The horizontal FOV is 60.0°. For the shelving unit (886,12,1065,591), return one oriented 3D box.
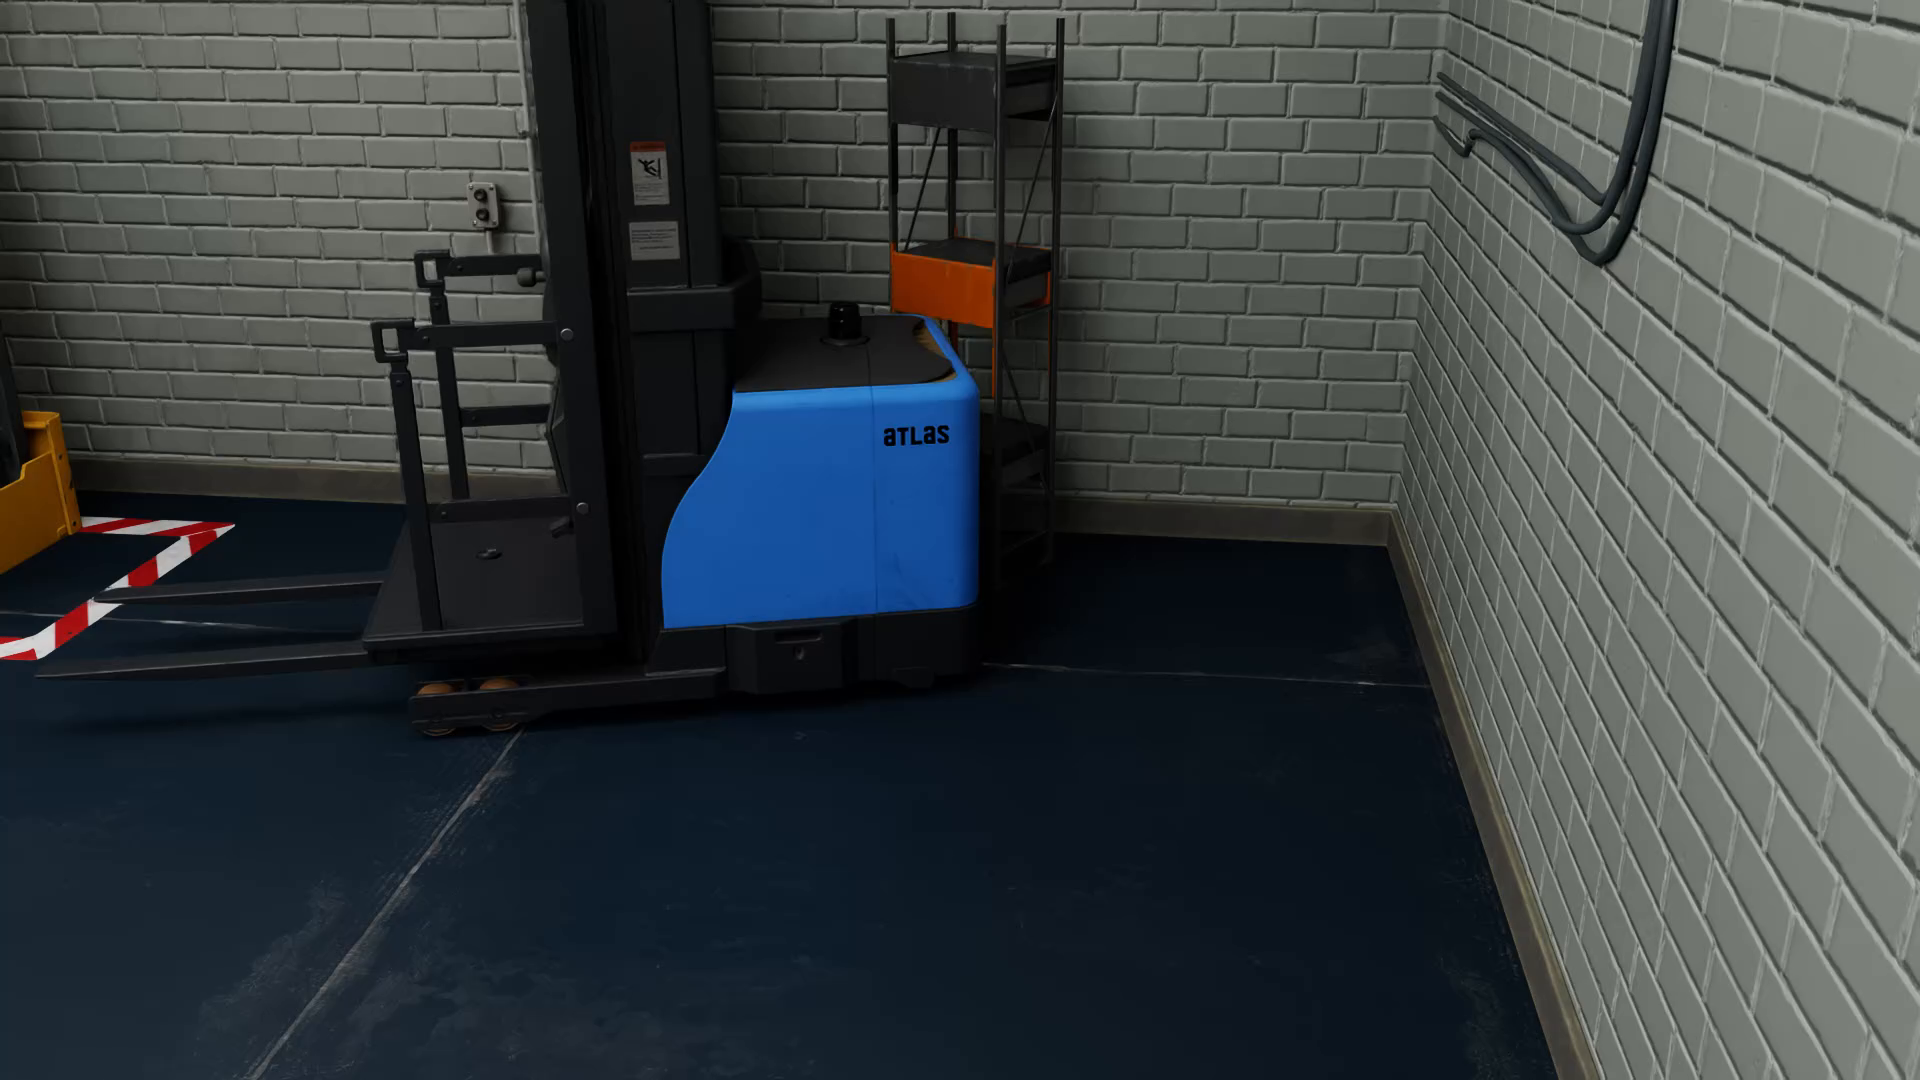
[{"bbox_3d":[0.055,-0.892,6.339,0.503,2.100,0.431,15,26,34],"label":"shelving unit"}]

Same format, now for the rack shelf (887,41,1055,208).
[{"bbox_3d":[0.055,-1.530,6.087,0.480,0.518,0.431,15,26,34],"label":"rack shelf"}]

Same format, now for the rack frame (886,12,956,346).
[{"bbox_3d":[-0.141,-0.945,6.474,0.015,2.100,0.400,15,26,34],"label":"rack frame"}]

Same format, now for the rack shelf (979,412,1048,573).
[{"bbox_3d":[0.055,-0.228,6.601,0.480,0.518,0.431,15,26,34],"label":"rack shelf"}]

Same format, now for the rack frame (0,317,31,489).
[{"bbox_3d":[-3.985,-1.256,6.037,0.127,3.000,1.000,2,22,6],"label":"rack frame"}]

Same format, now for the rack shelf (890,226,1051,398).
[{"bbox_3d":[0.055,-0.879,6.344,0.480,0.518,0.431,15,26,34],"label":"rack shelf"}]

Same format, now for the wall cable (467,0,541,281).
[{"bbox_3d":[-2.602,-2.018,6.584,1.851,1.984,0.084,2,22,6],"label":"wall cable"}]

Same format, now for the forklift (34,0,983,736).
[{"bbox_3d":[-1.490,-0.943,5.338,3.031,2.935,1.130,-4,22,-9],"label":"forklift"}]

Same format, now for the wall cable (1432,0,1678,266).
[{"bbox_3d":[1.590,-2.227,4.556,0.112,2.526,3.097,2,22,6],"label":"wall cable"}]

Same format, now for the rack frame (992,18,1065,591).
[{"bbox_3d":[0.251,-0.838,6.204,0.015,2.100,0.400,15,26,34],"label":"rack frame"}]

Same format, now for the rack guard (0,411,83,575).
[{"bbox_3d":[-3.961,-0.093,6.494,0.348,0.500,1.175,2,22,6],"label":"rack guard"}]
